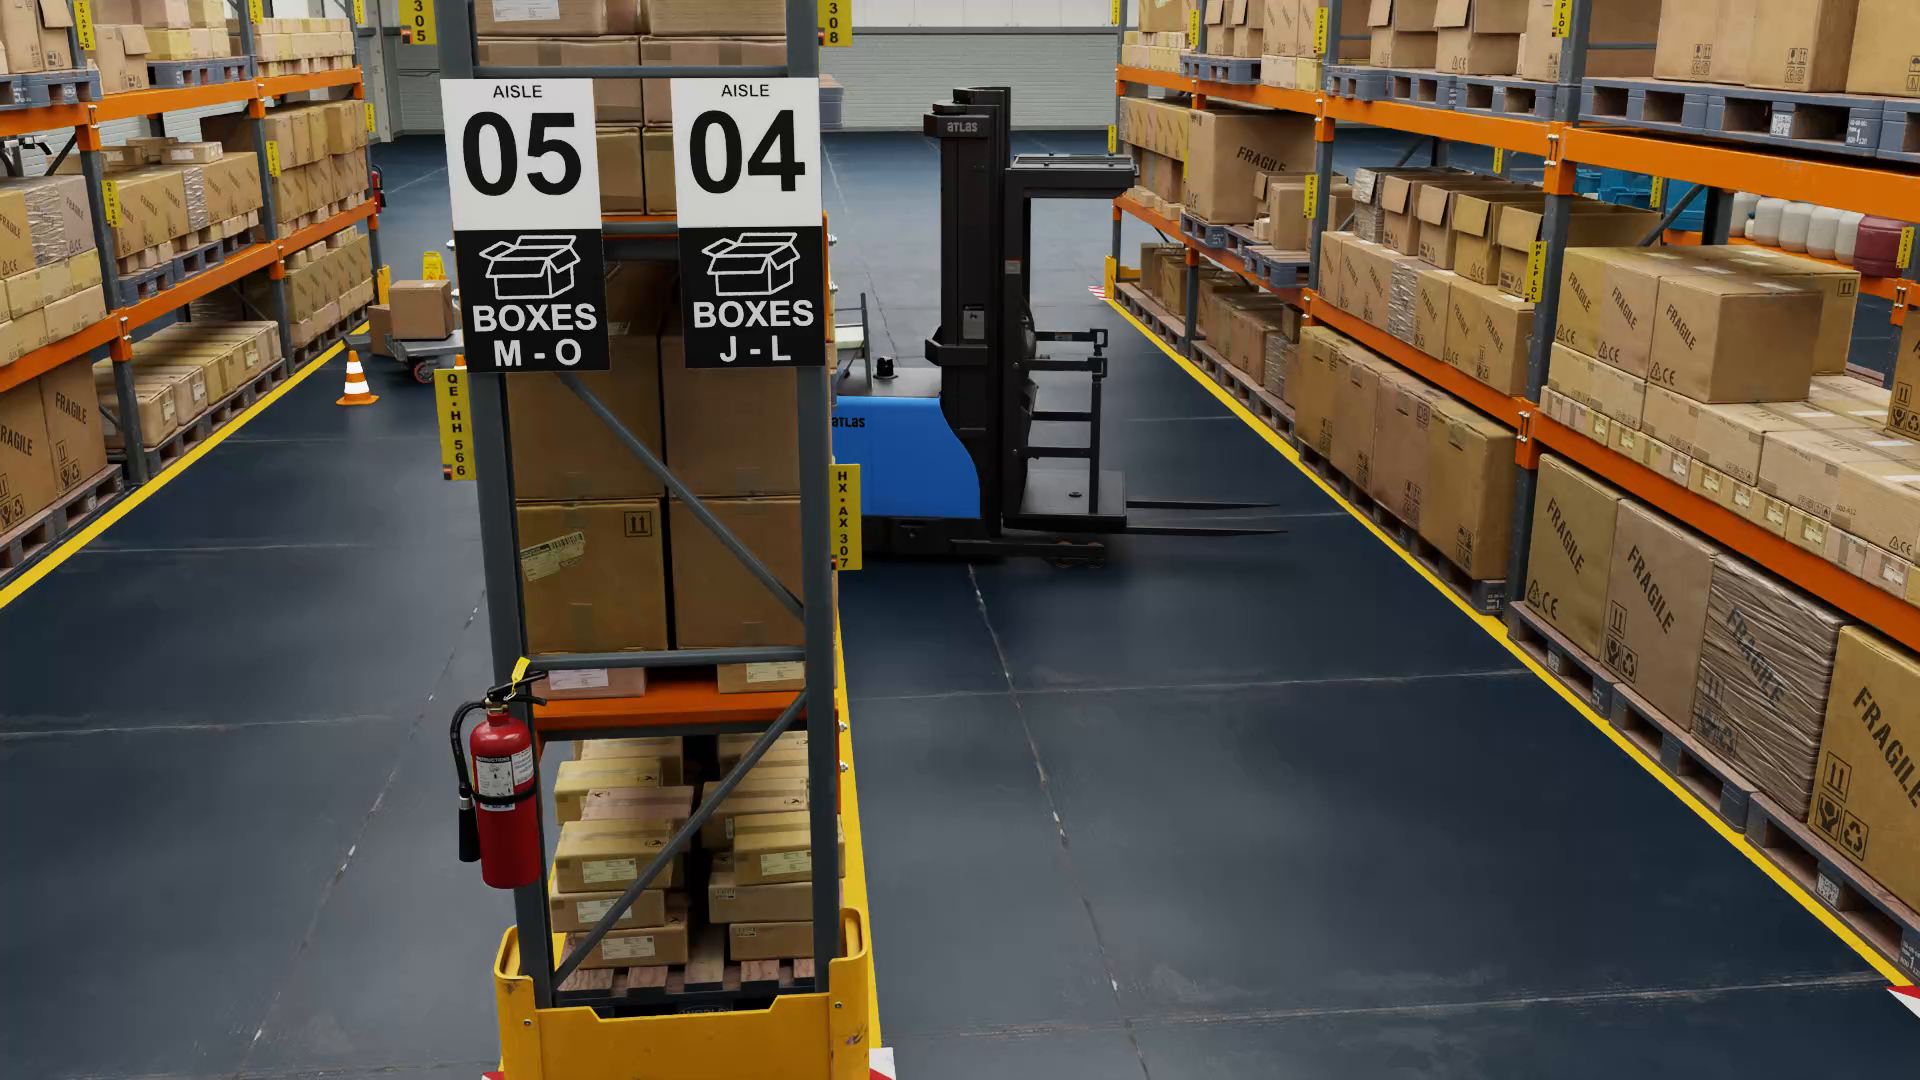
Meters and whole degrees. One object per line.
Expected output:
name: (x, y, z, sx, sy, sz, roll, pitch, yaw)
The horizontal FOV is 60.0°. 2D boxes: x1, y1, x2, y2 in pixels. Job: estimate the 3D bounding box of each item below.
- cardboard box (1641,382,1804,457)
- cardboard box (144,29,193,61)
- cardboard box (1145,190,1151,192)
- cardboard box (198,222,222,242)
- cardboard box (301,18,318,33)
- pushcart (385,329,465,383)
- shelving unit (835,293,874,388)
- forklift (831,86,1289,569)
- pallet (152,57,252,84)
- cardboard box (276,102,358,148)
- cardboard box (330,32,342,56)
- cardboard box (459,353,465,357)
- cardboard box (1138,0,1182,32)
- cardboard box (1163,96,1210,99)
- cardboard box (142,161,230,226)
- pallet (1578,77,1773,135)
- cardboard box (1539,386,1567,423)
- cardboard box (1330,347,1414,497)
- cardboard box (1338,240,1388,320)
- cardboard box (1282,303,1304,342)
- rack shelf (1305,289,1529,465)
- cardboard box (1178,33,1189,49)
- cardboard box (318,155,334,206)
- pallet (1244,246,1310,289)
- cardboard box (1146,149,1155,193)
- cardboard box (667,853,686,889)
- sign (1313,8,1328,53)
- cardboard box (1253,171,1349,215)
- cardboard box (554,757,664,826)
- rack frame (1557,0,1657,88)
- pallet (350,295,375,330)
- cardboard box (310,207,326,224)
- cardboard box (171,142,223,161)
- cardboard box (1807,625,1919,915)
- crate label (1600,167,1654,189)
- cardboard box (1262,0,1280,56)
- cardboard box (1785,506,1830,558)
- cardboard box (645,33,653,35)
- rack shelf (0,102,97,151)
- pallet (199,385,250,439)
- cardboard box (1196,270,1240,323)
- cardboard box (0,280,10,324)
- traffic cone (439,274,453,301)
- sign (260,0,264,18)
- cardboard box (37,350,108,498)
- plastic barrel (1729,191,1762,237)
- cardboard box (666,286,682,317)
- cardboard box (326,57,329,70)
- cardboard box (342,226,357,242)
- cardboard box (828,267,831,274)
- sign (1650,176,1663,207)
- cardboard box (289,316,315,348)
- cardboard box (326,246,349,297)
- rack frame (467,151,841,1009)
cardboard box: (3.541, -0.571, 7.741, 0.500, 0.250, 0.500, -1, 17, -4)
cardboard box: (-6.732, -4.116, 13.821, 0.500, 0.250, 0.500, -2, 17, -5)
cardboard box: (2.338, -3.942, 19.144, 0.380, 0.149, 0.250, -2, 18, -6)
cardboard box: (-6.616, -2.660, 14.359, 0.380, 0.149, 0.250, -2, 18, -6)
cardboard box: (-6.927, -5.364, 17.336, 0.380, 0.149, 0.250, -1, 17, -4)
pushcart: (-4.772, -1.862, 16.480, 1.648, 0.377, 0.936, -8, 19, -25)
shelving unit: (-0.773, -0.829, 11.038, 0.431, 1.500, 0.755, -4, 16, -3)
forklift: (0.622, -1.382, 10.686, 3.031, 2.935, 1.130, 2, 17, 5)
pallet: (-7.077, -4.183, 14.797, 1.213, 0.211, 1.003, -2, 18, -6)
cardboard box: (-7.133, -4.590, 18.457, 0.700, 0.500, 0.500, -2, 18, -5)
cardboard box: (-7.089, -5.427, 18.202, 0.500, 0.250, 0.500, -2, 18, -6)
cardboard box: (-4.984, -2.033, 17.209, 0.396, 0.266, 0.258, 16, 24, 42)
cardboard box: (2.294, -5.935, 18.567, 0.500, 0.500, 0.500, -2, 18, -6)
cardboard box: (2.713, -5.037, 19.879, 0.500, 0.500, 0.500, -2, 18, -6)
cardboard box: (-6.659, -2.986, 14.316, 0.500, 0.500, 0.500, -1, 17, -4)
pallet: (3.722, -2.096, 7.985, 1.003, 0.211, 1.213, -2, 18, -6)
cardboard box: (3.347, -0.733, 8.922, 0.380, 0.149, 0.250, -2, 18, -6)
cardboard box: (3.370, -0.857, 11.746, 1.225, 0.875, 0.875, -2, 18, -5)
cardboard box: (3.070, -1.884, 12.002, 0.500, 0.500, 0.500, -2, 18, -7)
cardboard box: (3.071, -1.874, 14.326, 0.500, 0.250, 0.500, 0, 17, 1)
rack shelf: (3.441, -1.204, 11.204, 1.077, 0.370, 4.000, -2, 18, -6)
cardboard box: (2.453, -5.127, 17.076, 0.380, 0.149, 0.250, -3, 18, -8)
cardboard box: (-6.988, -3.806, 17.630, 0.500, 0.500, 0.500, -2, 17, -5)
pallet: (3.056, -2.260, 13.689, 1.213, 0.211, 1.003, -2, 18, -6)
cardboard box: (2.619, -4.255, 19.061, 0.875, 0.500, 0.500, -2, 18, -6)
cardboard box: (-1.195, 1.154, 6.056, 0.380, 0.149, 0.250, -2, 18, -7)
sign: (2.695, -3.804, 12.416, 0.100, 0.325, 0.005, -2, 18, -6)
cardboard box: (3.093, -3.070, 15.076, 0.797, 0.503, 0.637, 0, 17, 0)
cardboard box: (-1.312, 0.940, 6.240, 0.380, 0.149, 0.250, -2, 18, -7)
rack frame: (3.648, -3.813, 8.300, 1.000, 3.000, 0.127, -2, 18, -6)
pallet: (-7.391, -2.624, 19.182, 1.003, 0.211, 1.213, -2, 18, -6)
cardboard box: (-6.871, -3.394, 17.398, 0.380, 0.149, 0.250, -2, 18, -5)
cardboard box: (-6.678, -3.392, 14.527, 0.380, 0.149, 0.250, -2, 18, -7)
cardboard box: (3.915, 0.866, 6.257, 0.875, 0.875, 0.875, -2, 18, -6)
crate label: (7.795, -4.156, 19.348, 0.502, 0.435, 0.616, -2, 18, -6)
cardboard box: (2.838, -4.295, 13.840, 0.500, 0.500, 0.500, -1, 17, -5)
cardboard box: (3.589, -0.039, 6.714, 0.380, 0.149, 0.250, -2, 18, -7)
cardboard box: (-1.238, -1.516, 5.406, 0.500, 0.250, 0.500, -2, 18, -7)
rack shelf: (-6.416, -2.329, 9.779, 1.077, 0.370, 4.000, -2, 18, -6)
pallet: (-6.824, -1.102, 14.334, 1.003, 0.211, 1.213, -2, 18, -6)
cardboard box: (2.754, -2.633, 18.028, 0.500, 0.500, 0.500, 4, 18, 12)
cardboard box: (-6.136, -1.408, 10.069, 0.500, 0.250, 0.500, -2, 18, -7)
traffic cone: (-6.120, -2.921, 19.710, 0.336, 0.463, 0.334, -2, 18, -6)
sign: (-7.987, -6.051, 18.977, 0.100, 0.325, 0.005, -2, 18, -6)
cardboard box: (-6.633, -0.815, 11.611, 0.875, 0.875, 0.875, -2, 18, -6)
plastic barrel: (7.630, -3.260, 16.328, 0.433, 0.535, 0.433, 0, 17, 0)
cardboard box: (-0.724, -0.595, 5.731, 0.500, 0.500, 0.500, -1, 17, -4)
cardboard box: (-7.120, -5.203, 18.153, 0.380, 0.149, 0.250, -2, 18, -5)
cardboard box: (-7.000, -3.438, 18.674, 0.380, 0.149, 0.250, -1, 17, -4)
cardboard box: (-0.938, -1.483, 9.618, 0.380, 0.149, 0.250, -2, 18, -5)
sign: (7.201, -3.606, 17.192, 0.100, 0.325, 0.005, -2, 18, -6)
cardboard box: (-6.827, -2.101, 16.750, 0.500, 0.250, 0.500, -3, 18, -8)
cardboard box: (-7.003, -2.930, 18.138, 0.500, 0.500, 0.500, -2, 18, -7)
rack frame: (-0.884, 0.364, 5.010, 1.000, 3.000, 0.127, -2, 18, -6)
